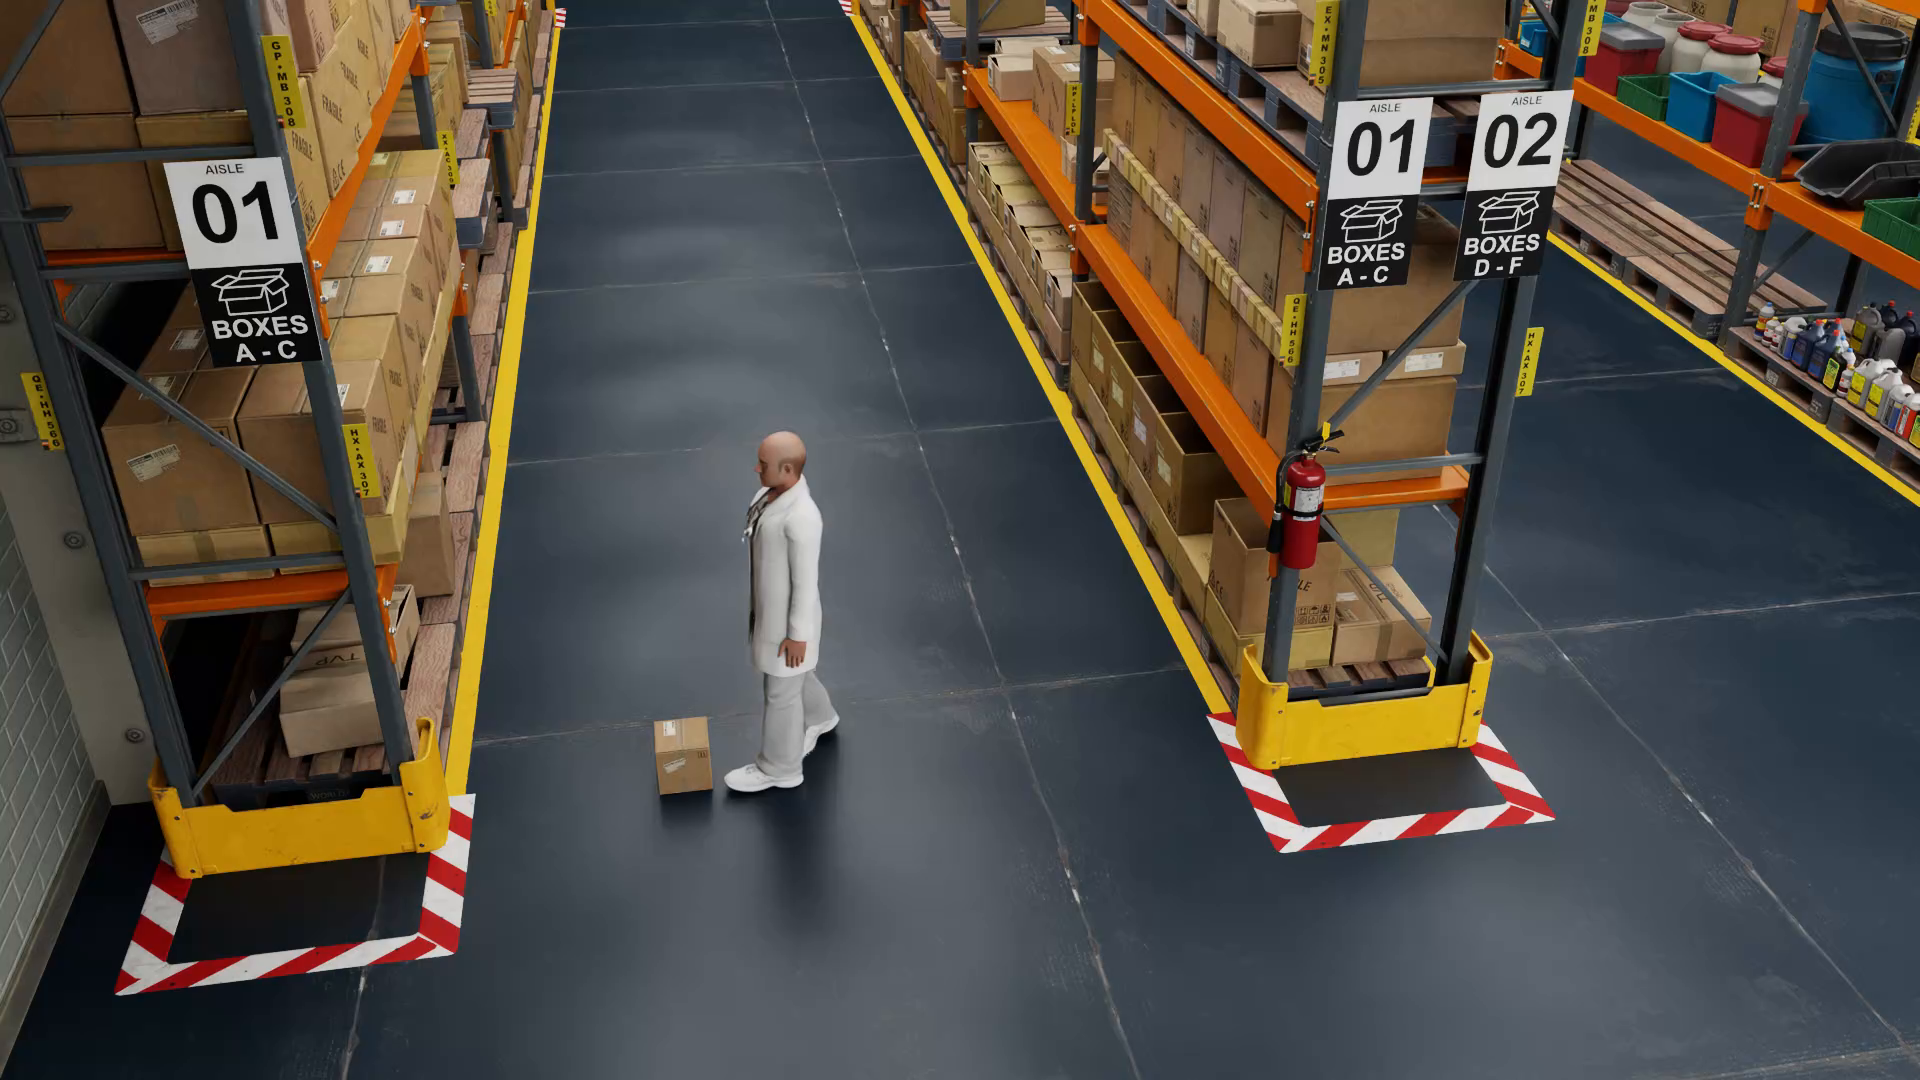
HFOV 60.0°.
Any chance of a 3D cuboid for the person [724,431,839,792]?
[{"bbox_3d":[-0.836,0.334,7.588,0.633,1.795,0.618,-9,31,-15],"label":"person"}]
